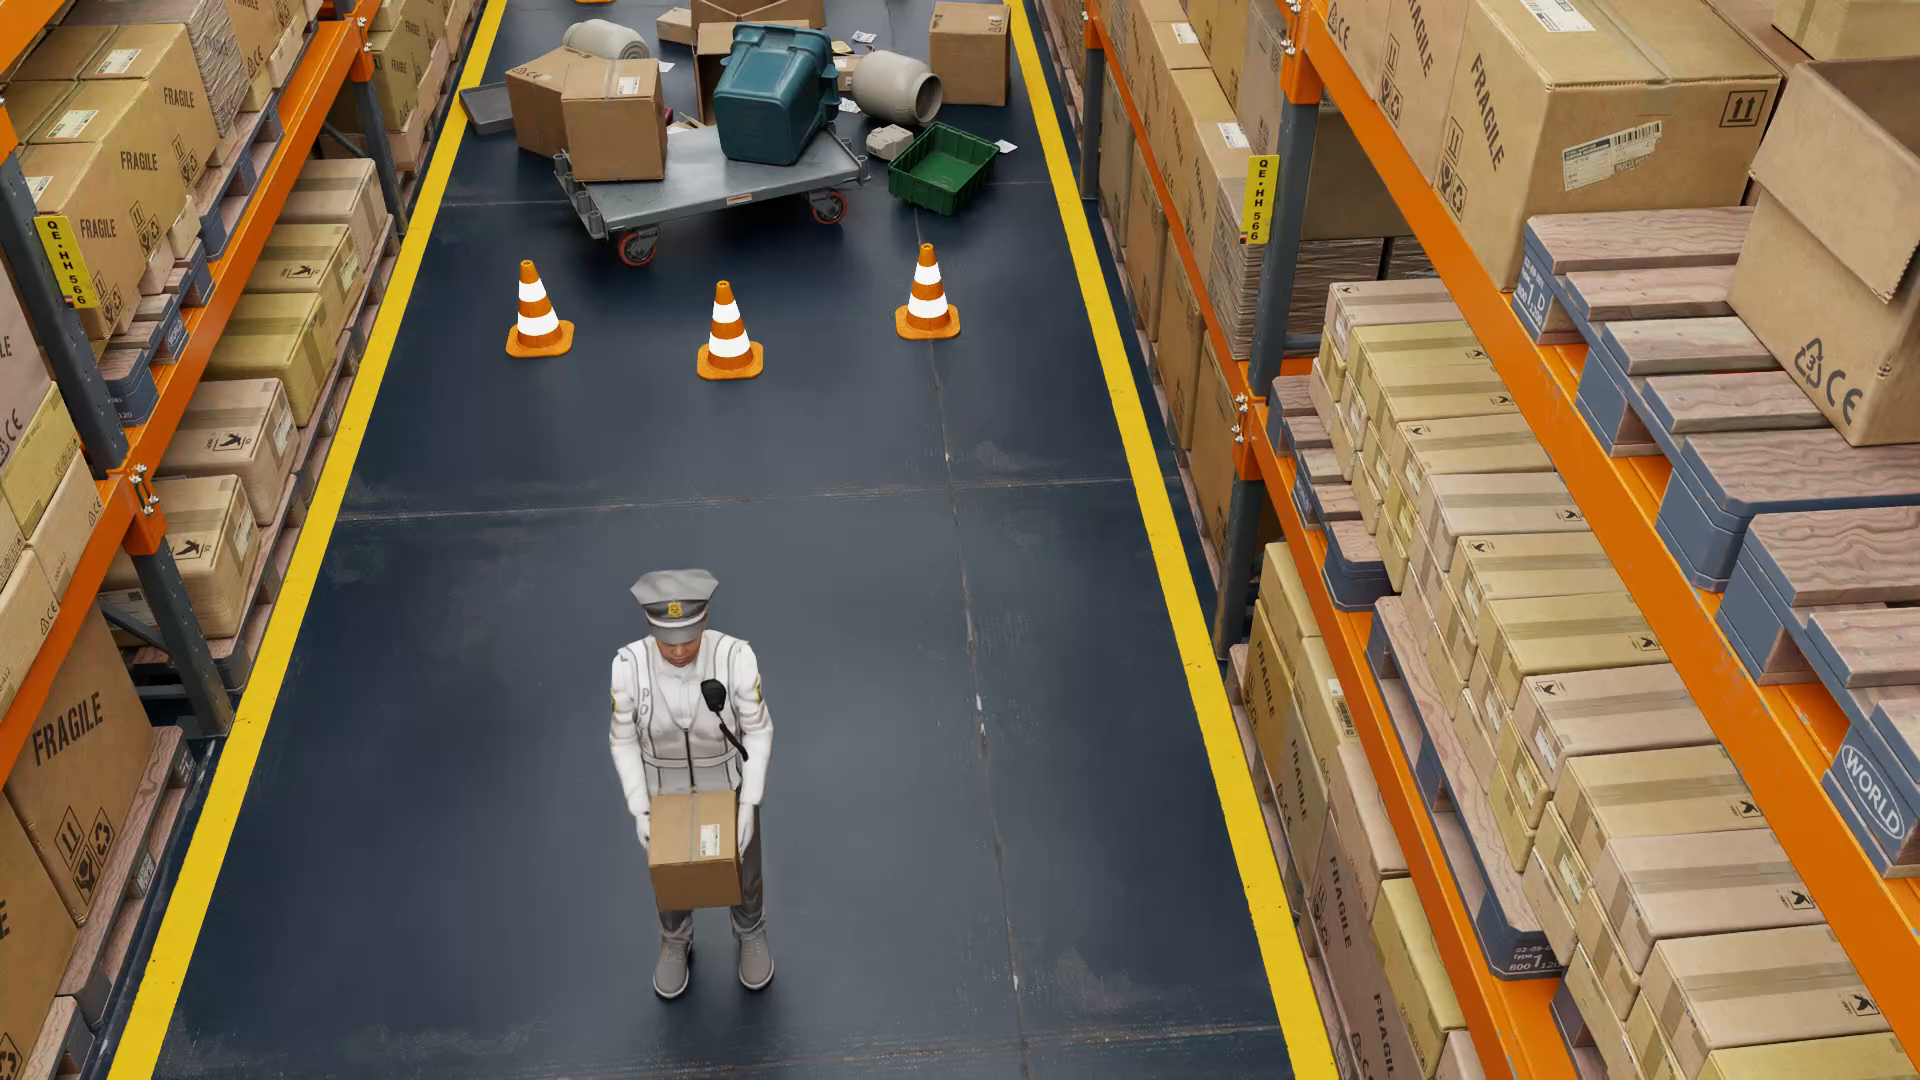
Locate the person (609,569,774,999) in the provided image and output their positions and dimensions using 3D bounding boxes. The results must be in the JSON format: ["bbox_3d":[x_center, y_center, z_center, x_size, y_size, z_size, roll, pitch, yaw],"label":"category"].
[{"bbox_3d":[-0.811,0.796,5.163,0.497,1.687,0.439,-4,39,-5],"label":"person"}]
